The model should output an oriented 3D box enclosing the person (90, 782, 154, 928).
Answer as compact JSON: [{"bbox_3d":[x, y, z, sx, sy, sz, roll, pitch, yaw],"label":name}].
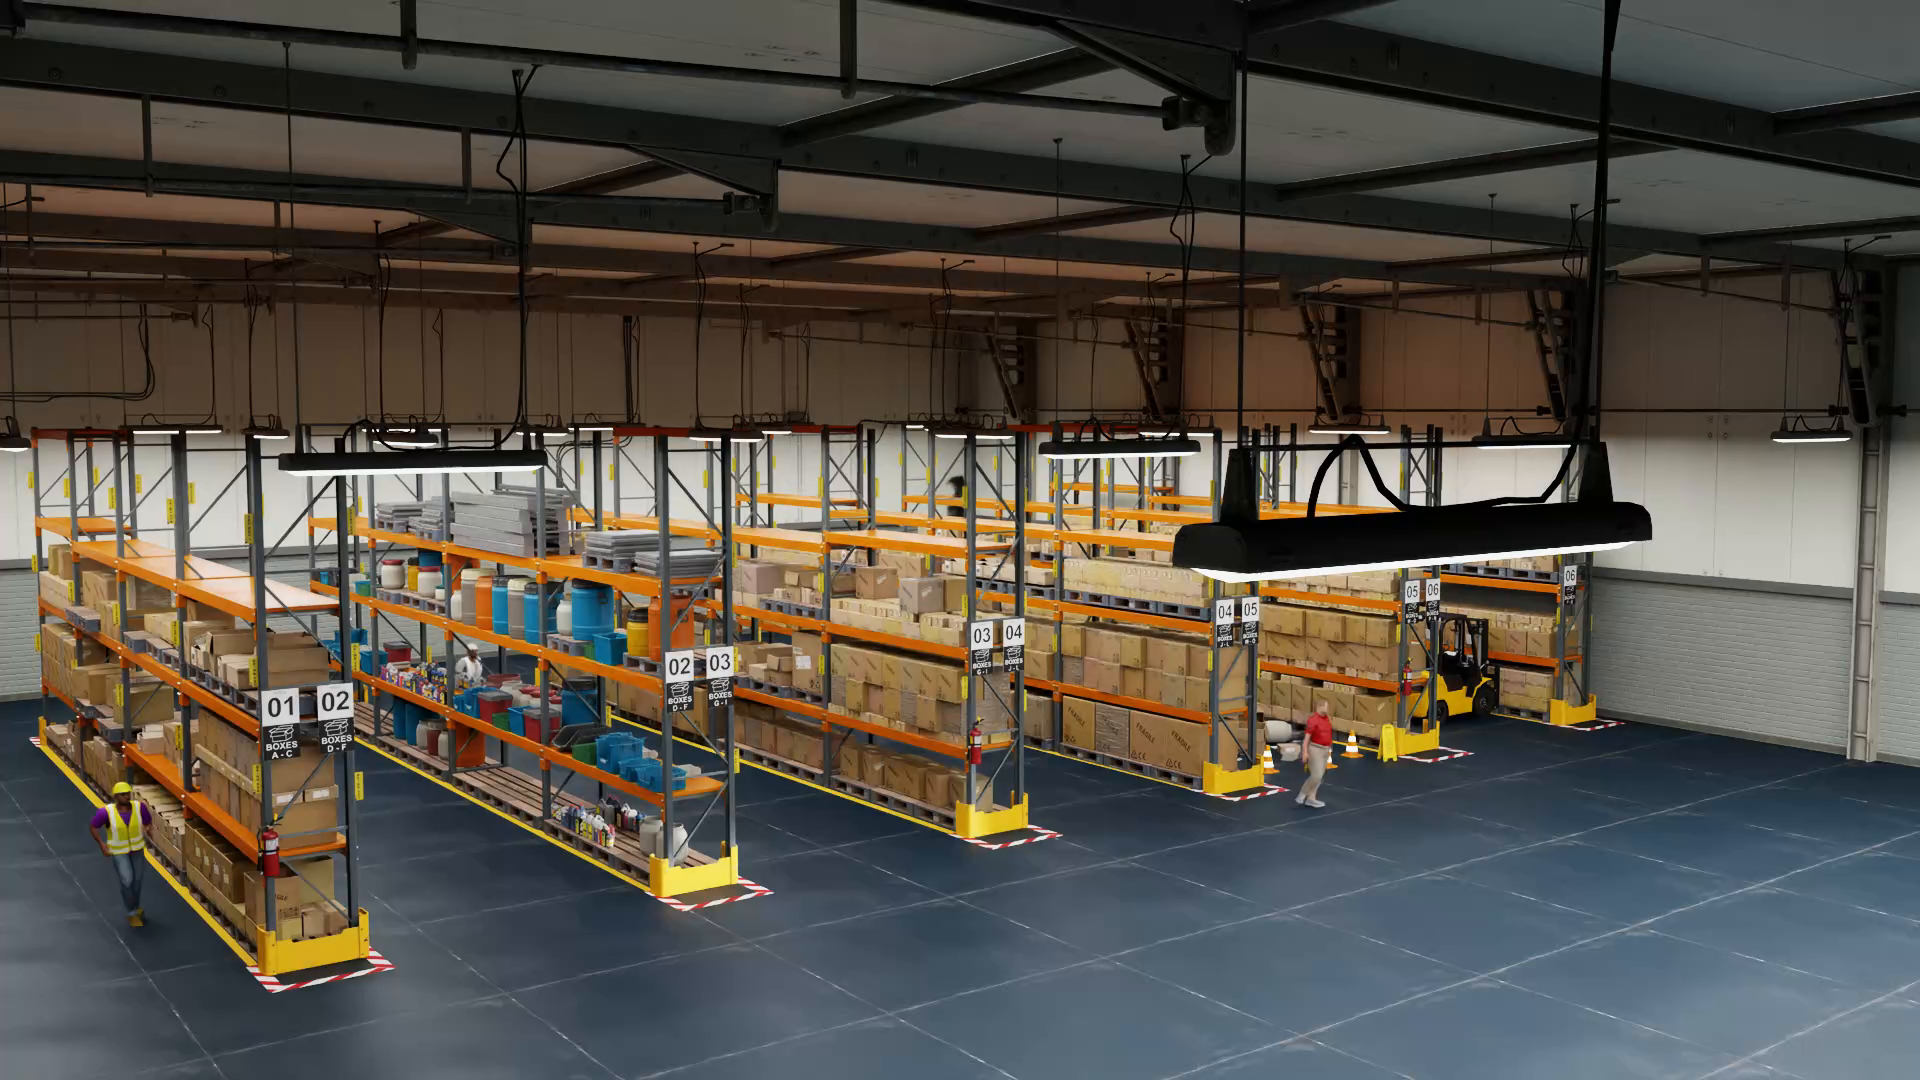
[{"bbox_3d":[-10.221,3.853,20.381,0.753,1.816,0.665,4,6,44],"label":"person"}]

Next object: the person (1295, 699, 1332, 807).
[{"bbox_3d":[5.650,3.392,26.460,0.470,1.723,0.658,4,6,41],"label":"person"}]

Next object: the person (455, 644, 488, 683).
[{"bbox_3d":[-9.744,2.894,32.851,0.783,1.731,0.685,3,6,36],"label":"person"}]
